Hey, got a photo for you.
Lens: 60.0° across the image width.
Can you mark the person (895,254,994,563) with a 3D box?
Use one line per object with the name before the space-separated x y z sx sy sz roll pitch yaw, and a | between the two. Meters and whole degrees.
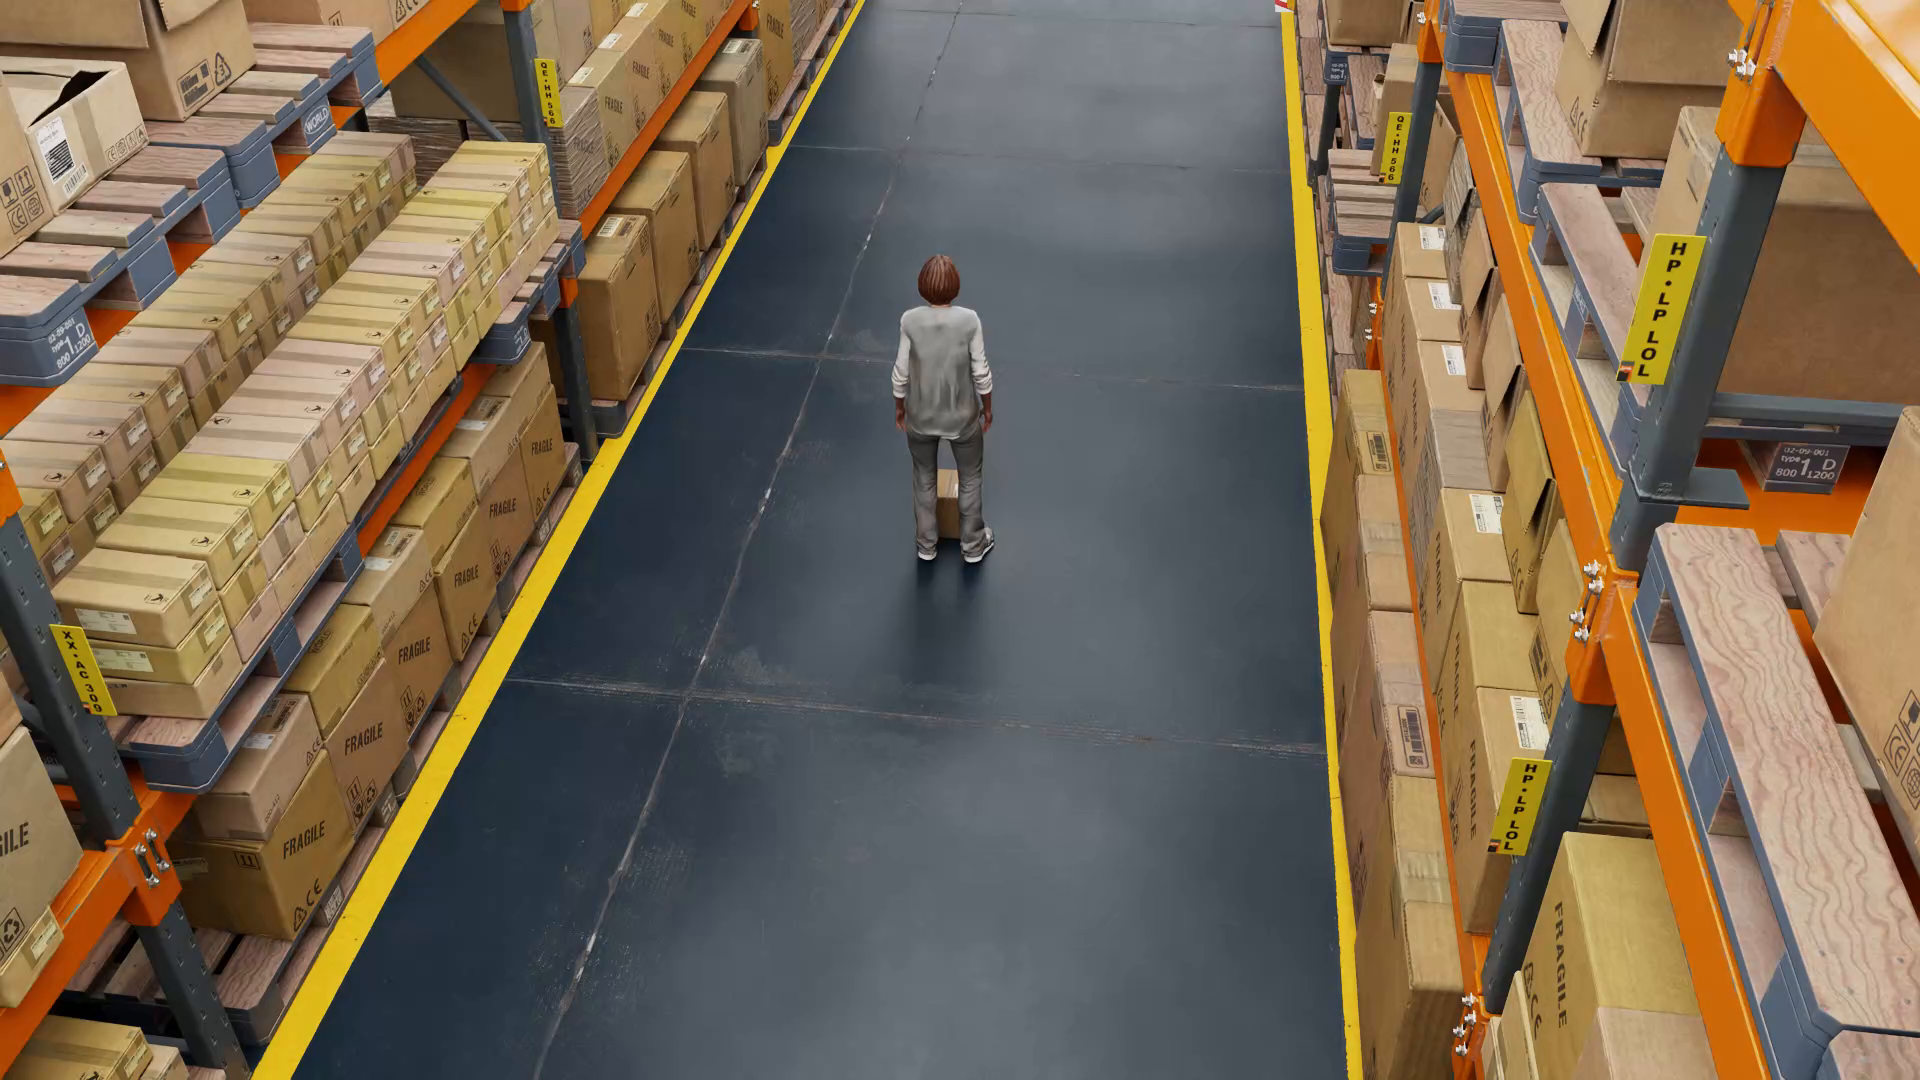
person | -0.073 -0.578 7.833 0.477 1.582 0.342 3 37 4
